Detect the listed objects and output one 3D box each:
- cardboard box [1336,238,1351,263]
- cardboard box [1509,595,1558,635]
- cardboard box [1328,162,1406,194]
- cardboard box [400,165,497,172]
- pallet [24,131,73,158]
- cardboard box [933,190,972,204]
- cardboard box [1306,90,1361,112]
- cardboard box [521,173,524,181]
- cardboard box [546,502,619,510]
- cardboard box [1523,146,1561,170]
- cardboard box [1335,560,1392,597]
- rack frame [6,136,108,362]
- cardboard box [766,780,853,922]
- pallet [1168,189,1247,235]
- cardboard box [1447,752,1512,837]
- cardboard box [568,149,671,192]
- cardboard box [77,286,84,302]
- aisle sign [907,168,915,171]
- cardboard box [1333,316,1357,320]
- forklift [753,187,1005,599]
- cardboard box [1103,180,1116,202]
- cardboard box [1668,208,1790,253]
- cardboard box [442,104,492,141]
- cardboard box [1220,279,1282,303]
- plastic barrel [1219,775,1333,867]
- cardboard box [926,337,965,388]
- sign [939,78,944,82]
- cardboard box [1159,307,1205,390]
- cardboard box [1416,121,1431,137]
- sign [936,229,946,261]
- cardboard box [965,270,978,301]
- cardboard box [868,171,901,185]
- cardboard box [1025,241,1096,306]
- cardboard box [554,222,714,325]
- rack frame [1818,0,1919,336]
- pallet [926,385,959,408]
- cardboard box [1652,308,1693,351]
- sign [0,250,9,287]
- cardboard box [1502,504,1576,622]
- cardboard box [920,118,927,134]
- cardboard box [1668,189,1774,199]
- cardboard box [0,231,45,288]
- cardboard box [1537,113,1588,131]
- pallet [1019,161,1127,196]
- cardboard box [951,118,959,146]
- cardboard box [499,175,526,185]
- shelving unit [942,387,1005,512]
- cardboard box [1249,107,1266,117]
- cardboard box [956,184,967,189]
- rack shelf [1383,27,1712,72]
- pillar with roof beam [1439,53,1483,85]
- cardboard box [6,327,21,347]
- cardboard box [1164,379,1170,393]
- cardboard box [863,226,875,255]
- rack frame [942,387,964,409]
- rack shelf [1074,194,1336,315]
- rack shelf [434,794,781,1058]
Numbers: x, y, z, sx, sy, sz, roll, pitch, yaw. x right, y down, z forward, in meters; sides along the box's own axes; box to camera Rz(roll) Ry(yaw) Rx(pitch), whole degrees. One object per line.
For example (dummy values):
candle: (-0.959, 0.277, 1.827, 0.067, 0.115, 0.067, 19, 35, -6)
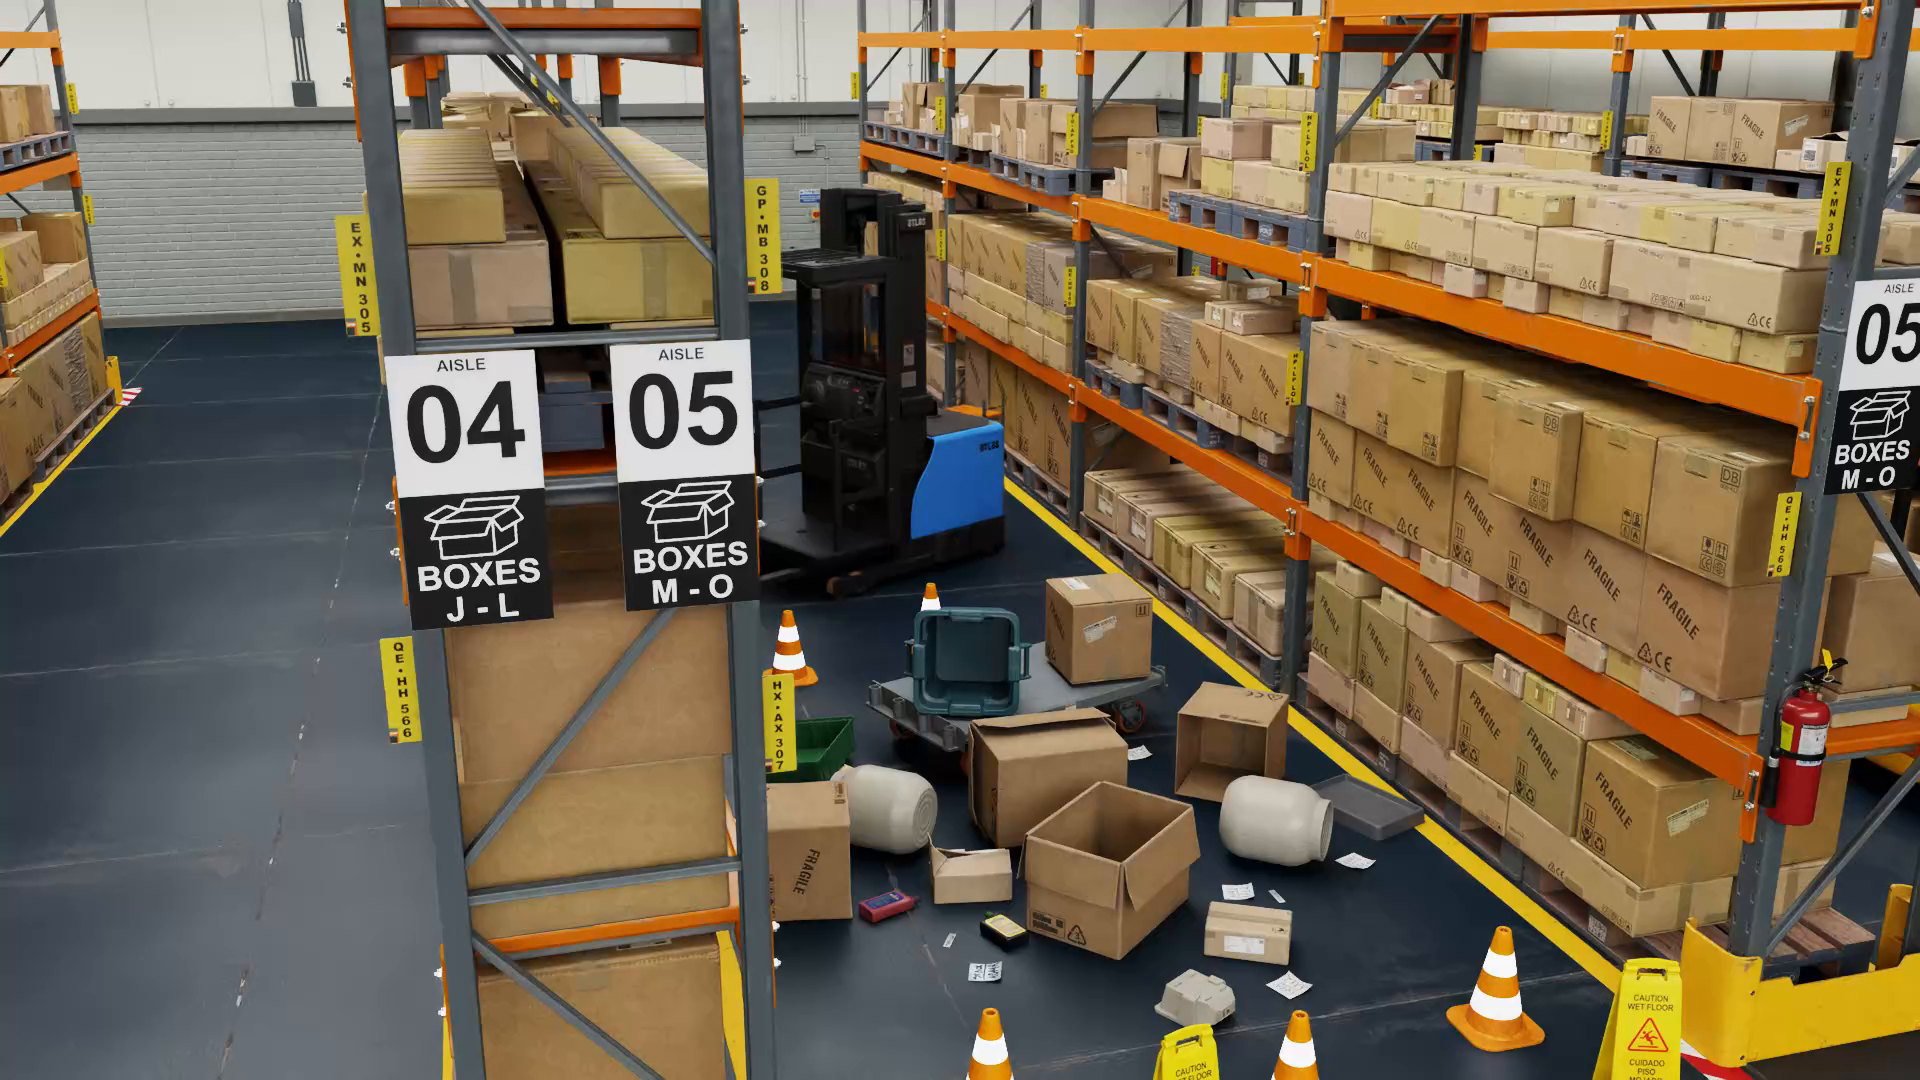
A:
cardboard box: (2.381, -1.668, 9.513, 0.380, 0.149, 0.250, -5, 17, -16)
cardboard box: (2.905, 0.334, 8.063, 0.380, 0.149, 0.250, -5, 17, -16)
cardboard box: (2.305, -2.043, 9.377, 0.380, 0.149, 0.250, -5, 17, -16)
cardboard box: (-1.729, -1.158, 5.524, 0.380, 0.149, 0.250, -4, 17, -14)
pallet: (-10.080, -4.184, 17.606, 1.003, 0.211, 1.213, -5, 17, -15)
cardboard box: (-0.084, -3.720, 18.082, 0.380, 0.149, 0.250, -5, 17, -15)
cardboard box: (4.456, -5.212, 19.751, 0.500, 0.250, 0.500, -4, 17, -14)
cardboard box: (-2.547, -1.835, 8.991, 0.500, 0.250, 0.500, -5, 17, -15)
cardboard box: (-1.428, 0.062, 6.393, 0.875, 0.550, 0.550, -5, 17, -15)
cardboard box: (5.692, -3.585, 15.718, 0.500, 0.250, 0.500, -5, 17, -15)
cardboard box: (2.412, 0.212, 9.652, 0.380, 0.149, 0.250, -4, 17, -14)
rack frame: (-10.294, -2.994, 18.705, 1.000, 3.000, 0.127, -5, 17, -15)
cardboard box: (-0.786, 1.505, 8.067, 0.500, 0.500, 0.500, -2, 17, -6)
pallet: (2.177, -2.271, 11.409, 1.213, 0.211, 1.003, -5, 17, -15)
cardboard box: (2.867, 1.273, 8.548, 0.500, 0.250, 0.500, -5, 18, -17)
cardboard box: (-1.304, -1.420, 6.397, 0.380, 0.149, 0.250, -4, 17, -14)
cardboard box: (-9.738, -2.660, 18.028, 0.380, 0.149, 0.250, -5, 17, -15)
aisle sign: (-0.487, -5.067, 21.087, 0.394, 0.787, 0.004, -5, 17, -15)
cardboard box: (4.566, -2.472, 20.581, 0.700, 0.500, 0.500, -5, 18, -17)
forklift: (-1.053, -1.130, 12.620, 3.031, 2.935, 1.130, -15, 22, -41)
cardboard box: (1.357, -2.780, 13.216, 0.380, 0.149, 0.250, -5, 17, -15)
cardboard box: (3.133, -1.264, 6.781, 0.380, 0.149, 0.250, -5, 17, -16)
cardboard box: (-3.659, -3.088, 12.299, 0.396, 0.266, 0.258, -5, 17, -15)
cardboard box: (2.154, -1.836, 12.303, 0.380, 0.149, 0.250, -6, 18, -18)
plastic barrel: (1.609, 1.431, 8.454, 0.512, 0.421, 0.421, 7, 18, 23)
cardboard box: (0.018, -2.075, 19.369, 0.875, 0.438, 0.875, -5, 17, -17)
sign: (-0.240, -5.639, 20.896, 0.100, 0.325, 0.005, -5, 17, -15)
cardboard box: (1.767, -1.384, 11.926, 0.500, 0.500, 0.500, -5, 18, -17)
cardboard box: (4.994, -4.302, 17.380, 0.380, 0.149, 0.250, -4, 17, -14)
sign: (-0.199, -3.079, 17.347, 0.100, 0.325, 0.005, -5, 17, -15)
cardboard box: (0.354, -2.553, 16.628, 0.500, 0.250, 0.500, -4, 17, -14)
cardboard box: (-0.934, -4.495, 20.662, 0.380, 0.149, 0.250, -4, 17, -14)
cardboard box: (0.891, -2.355, 14.666, 0.500, 0.500, 0.500, -4, 17, -14)
cardboard box: (-0.986, -0.842, 5.168, 0.500, 0.250, 0.500, -5, 17, -15)
rack frame: (3.632, -2.225, 5.717, 1.000, 3.000, 0.127, -5, 17, -15)
pallet: (0.200, -1.552, 18.752, 1.003, 0.211, 1.213, -5, 17, -15)
cardboard box: (3.125, -0.887, 6.914, 0.380, 0.149, 0.250, -4, 17, -14)
sign: (-8.675, -2.450, 15.018, 0.100, 0.325, 0.005, -5, 17, -15)
cardboard box: (2.951, 0.052, 7.874, 0.500, 0.500, 0.500, -5, 17, -16)
cardboard box: (-0.222, -4.461, 17.907, 0.380, 0.149, 0.250, -4, 17, -14)
cardboard box: (3.486, -1.522, 7.641, 0.380, 0.149, 0.250, -4, 17, -14)
cardboard box: (-9.355, -2.750, 16.334, 0.500, 0.500, 0.500, -5, 18, -17)
cardboard box: (5.704, -3.952, 15.732, 0.380, 0.149, 0.250, -5, 17, -16)
pallet: (1.205, -3.085, 14.121, 1.213, 0.211, 1.003, -4, 17, -13)
cardboard box: (0.135, -4.078, 16.605, 0.396, 0.266, 0.258, -5, 17, -16)
cardboard box: (-2.055, -1.359, 6.887, 0.500, 0.250, 0.500, -5, 17, -16)
shelving unit: (0.109, -0.642, 14.005, 0.258, 1.200, 0.503, -15, 22, -41)
cardboard box: (4.025, -5.395, 21.227, 0.500, 0.250, 0.500, -4, 17, -14)
cardboard box: (0.098, -3.966, 18.900, 0.380, 0.149, 0.250, -5, 17, -15)
rack shelf: (5.655, -4.848, 16.396, 1.077, 0.370, 4.000, -5, 17, -15)
pillar with roof beam: (1.642, -5.861, 17.822, 9.100, 9.000, 0.400, -5, 17, -15)
cardboard box: (-8.956, -1.875, 15.418, 0.380, 0.149, 0.250, -5, 17, -15)
cardboard box: (1.732, -1.167, 12.331, 0.380, 0.149, 0.250, -4, 17, -13)
cardboard box: (-0.909, -3.670, 20.781, 0.500, 0.500, 0.500, -5, 17, -16)
rack frame: (-0.058, -0.693, 14.175, 0.240, 1.200, 0.015, -15, 22, -41)
rack shelf: (1.983, -2.103, 11.777, 1.077, 0.370, 4.000, -5, 17, -15)
rack shelf: (-1.649, 0.859, 7.129, 1.077, 0.370, 4.000, -5, 17, -15)
